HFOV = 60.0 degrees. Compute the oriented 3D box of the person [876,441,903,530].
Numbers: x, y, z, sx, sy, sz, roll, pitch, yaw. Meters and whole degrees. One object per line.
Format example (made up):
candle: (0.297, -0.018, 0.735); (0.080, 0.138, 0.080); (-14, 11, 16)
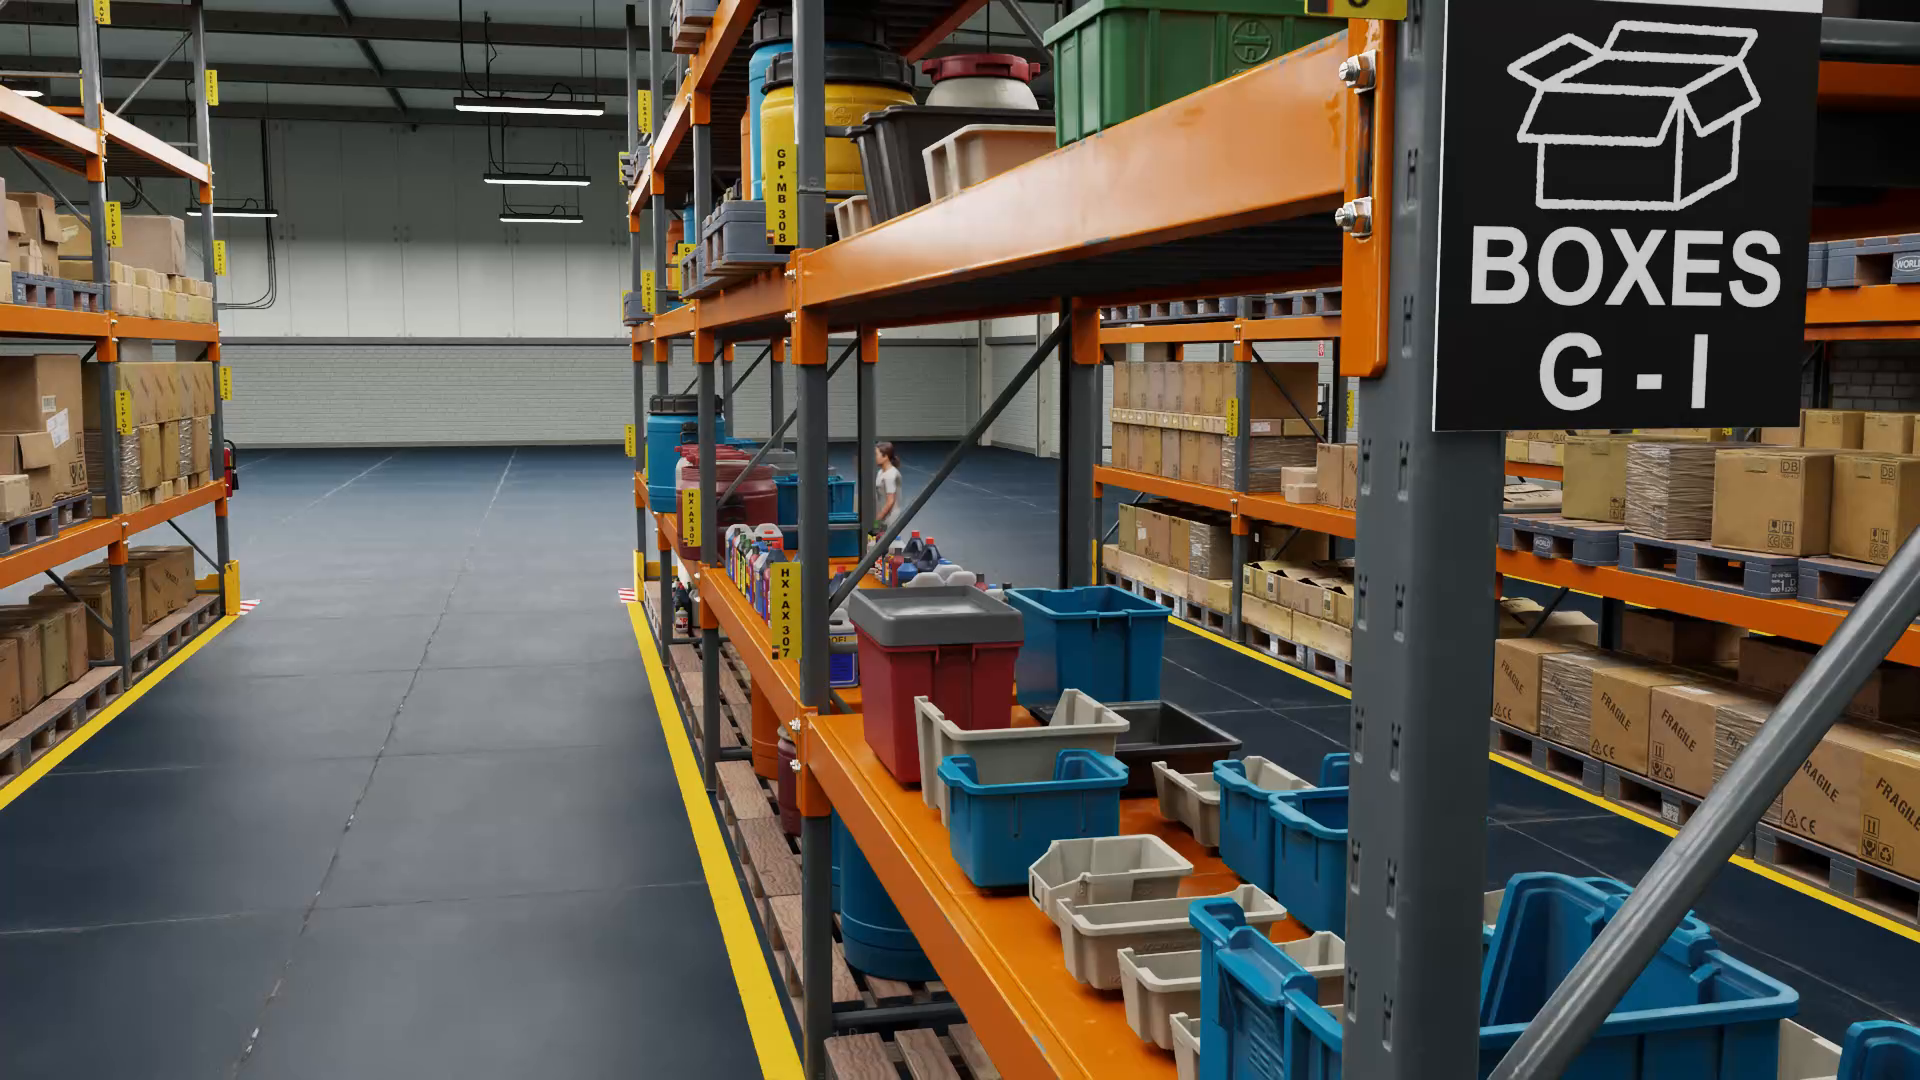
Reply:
person: (-0.756, -0.142, 16.434); (0.378, 1.676, 0.467); (-2, 6, -15)
